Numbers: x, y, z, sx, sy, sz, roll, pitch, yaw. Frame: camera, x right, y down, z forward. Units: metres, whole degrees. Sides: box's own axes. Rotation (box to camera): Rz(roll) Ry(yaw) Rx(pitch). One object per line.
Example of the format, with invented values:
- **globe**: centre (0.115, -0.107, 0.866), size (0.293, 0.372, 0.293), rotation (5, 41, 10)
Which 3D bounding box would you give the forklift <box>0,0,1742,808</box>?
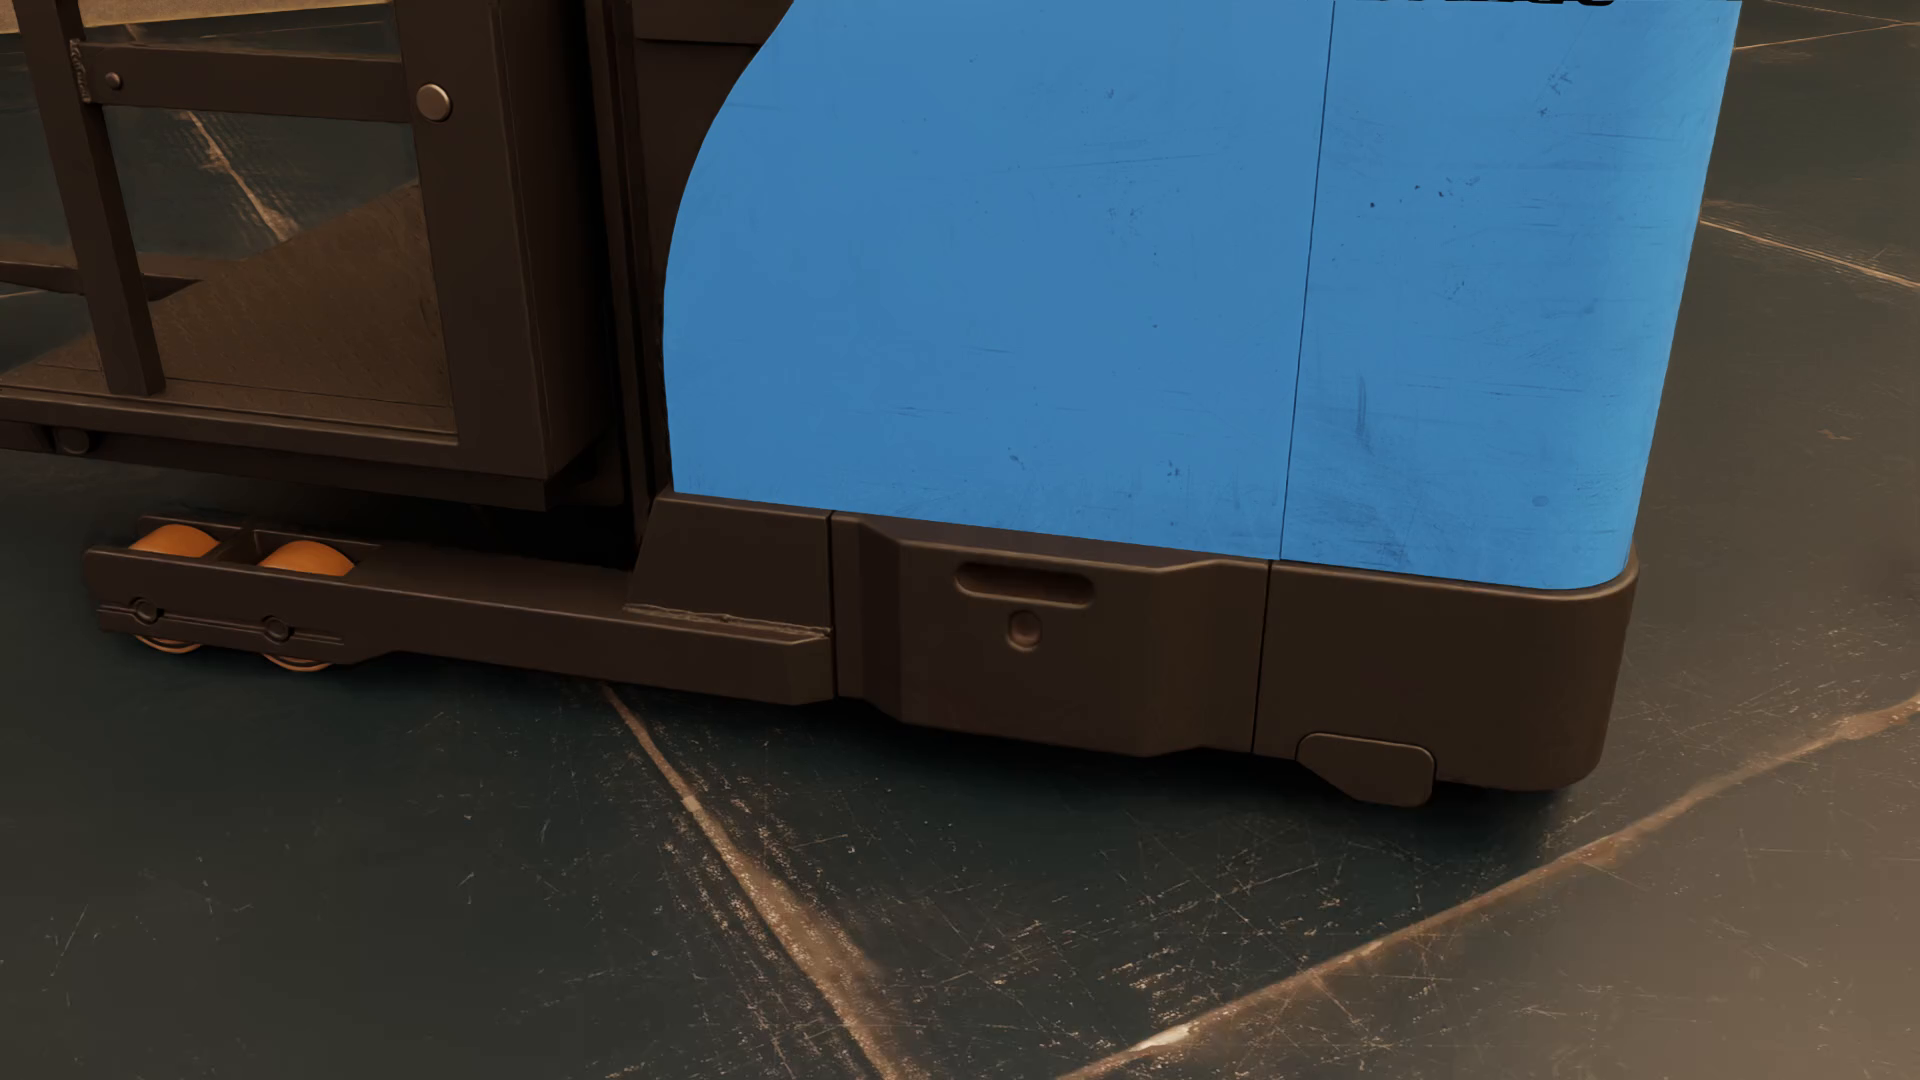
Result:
- **forklift**: centre (-0.644, -1.359, 1.939), size (3.031, 2.935, 1.130), rotation (7, 28, 13)
